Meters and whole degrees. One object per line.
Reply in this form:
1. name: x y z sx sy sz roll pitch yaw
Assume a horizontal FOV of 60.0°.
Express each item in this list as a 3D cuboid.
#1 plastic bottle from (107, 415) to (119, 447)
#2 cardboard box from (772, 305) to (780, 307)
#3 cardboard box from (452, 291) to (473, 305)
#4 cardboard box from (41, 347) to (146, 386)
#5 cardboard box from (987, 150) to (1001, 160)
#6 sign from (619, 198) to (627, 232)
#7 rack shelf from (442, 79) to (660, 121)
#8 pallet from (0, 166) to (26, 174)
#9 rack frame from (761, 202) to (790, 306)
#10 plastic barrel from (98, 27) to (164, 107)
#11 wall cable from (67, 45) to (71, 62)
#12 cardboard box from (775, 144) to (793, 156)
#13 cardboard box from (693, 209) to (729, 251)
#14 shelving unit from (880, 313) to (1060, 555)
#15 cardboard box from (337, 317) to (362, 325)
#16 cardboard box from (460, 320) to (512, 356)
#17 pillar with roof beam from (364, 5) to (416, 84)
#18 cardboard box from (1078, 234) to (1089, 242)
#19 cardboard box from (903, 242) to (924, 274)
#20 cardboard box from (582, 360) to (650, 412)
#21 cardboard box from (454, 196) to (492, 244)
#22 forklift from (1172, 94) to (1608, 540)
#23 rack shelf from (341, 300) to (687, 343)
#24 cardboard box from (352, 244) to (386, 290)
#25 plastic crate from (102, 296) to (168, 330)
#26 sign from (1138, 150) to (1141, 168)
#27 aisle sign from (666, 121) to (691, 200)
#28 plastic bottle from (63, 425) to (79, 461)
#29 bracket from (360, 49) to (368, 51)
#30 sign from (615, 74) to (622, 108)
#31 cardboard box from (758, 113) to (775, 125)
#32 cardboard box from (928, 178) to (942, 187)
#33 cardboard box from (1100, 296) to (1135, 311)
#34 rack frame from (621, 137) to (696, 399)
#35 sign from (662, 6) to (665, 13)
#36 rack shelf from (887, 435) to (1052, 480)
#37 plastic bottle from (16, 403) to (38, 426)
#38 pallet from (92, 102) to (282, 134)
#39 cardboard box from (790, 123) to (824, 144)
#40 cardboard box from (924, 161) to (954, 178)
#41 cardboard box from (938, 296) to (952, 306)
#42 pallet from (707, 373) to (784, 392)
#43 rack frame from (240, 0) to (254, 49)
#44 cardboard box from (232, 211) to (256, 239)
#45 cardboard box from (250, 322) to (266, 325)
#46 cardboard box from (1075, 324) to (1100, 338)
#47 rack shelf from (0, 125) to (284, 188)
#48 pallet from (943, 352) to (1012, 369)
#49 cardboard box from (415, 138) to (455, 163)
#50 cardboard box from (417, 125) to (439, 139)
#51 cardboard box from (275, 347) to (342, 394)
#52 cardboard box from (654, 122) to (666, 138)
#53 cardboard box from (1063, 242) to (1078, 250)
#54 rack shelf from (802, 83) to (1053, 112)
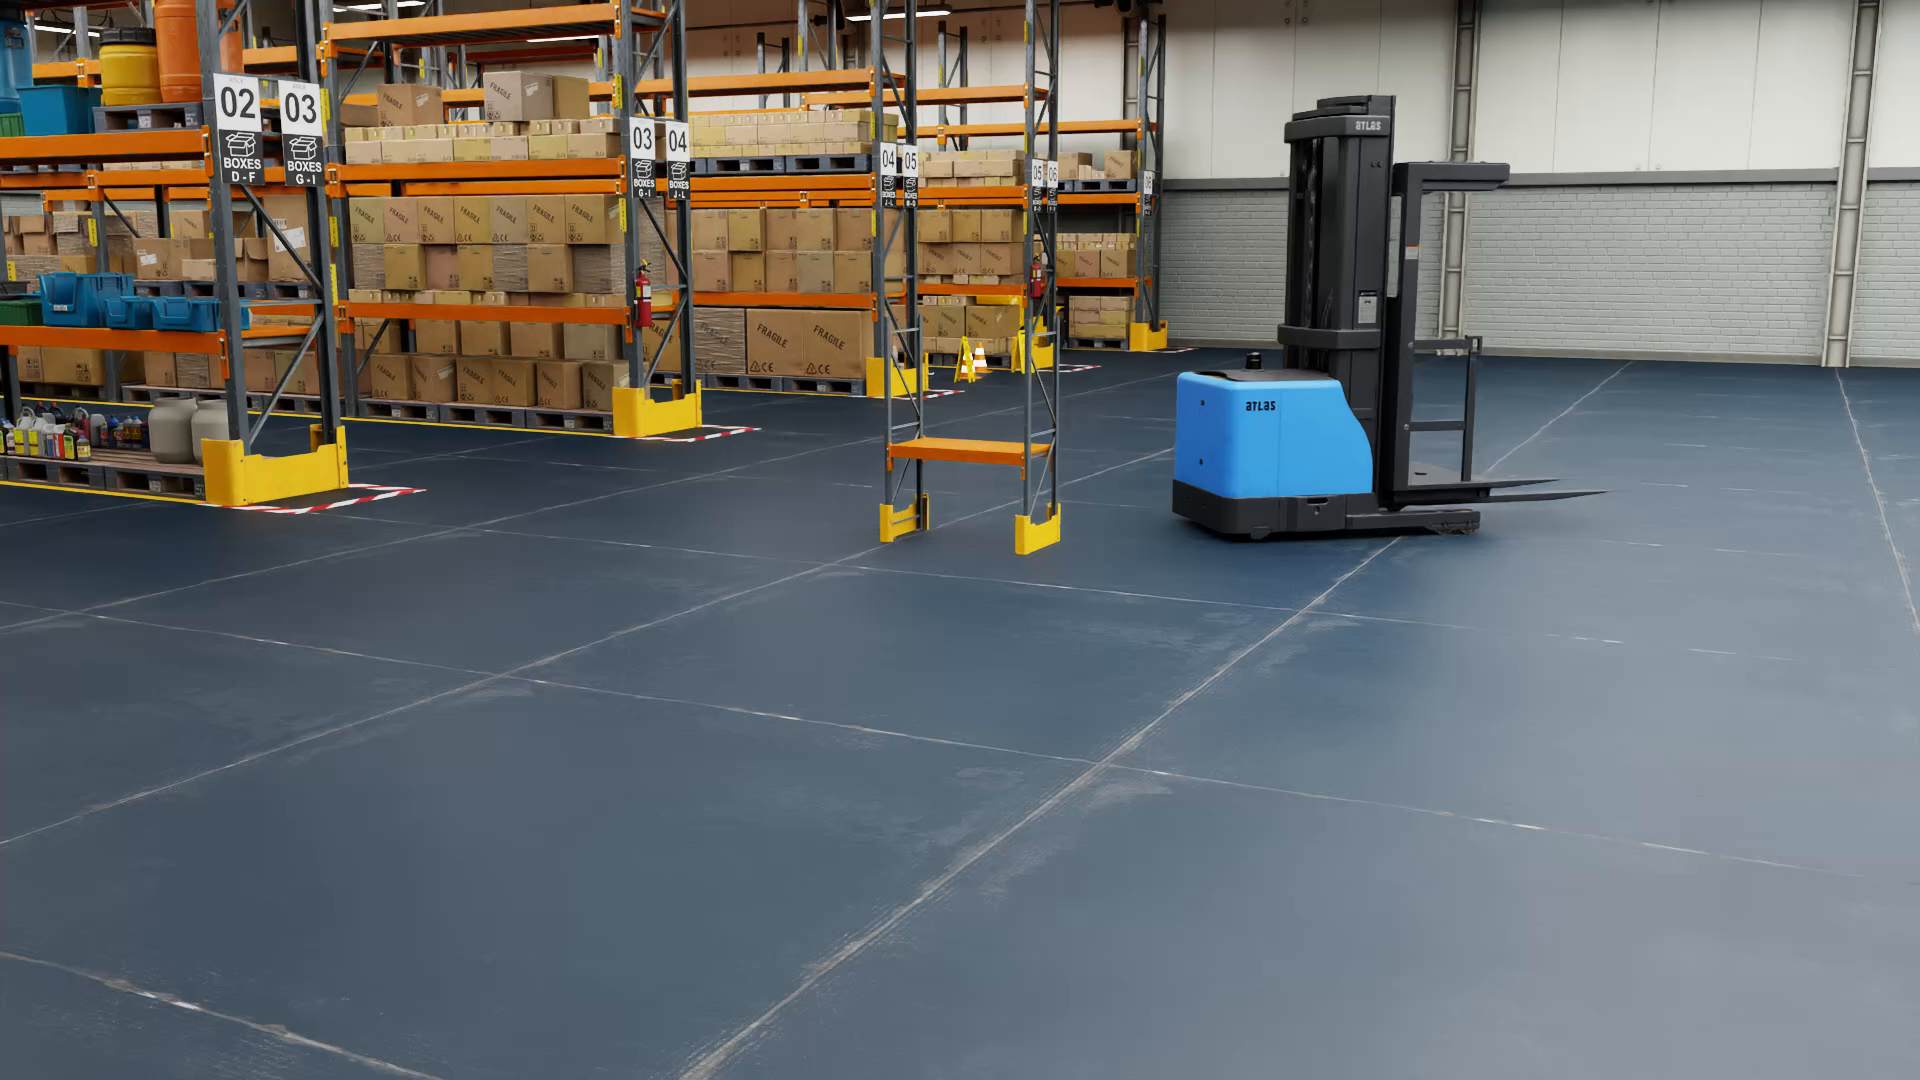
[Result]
1. plastic bottle: -7.382 -0.954 14.502 0.097 0.271 0.097 0 10 0
2. cardboard box: -3.974 -4.688 34.550 0.500 0.500 0.500 6 12 28
3. cardboard box: -5.300 -2.638 18.087 0.250 0.149 0.380 5 11 26
4. cardboard box: -10.908 -2.476 21.278 0.875 0.875 1.225 4 11 23
5. cardboard box: 0.613 -5.961 25.786 0.250 0.149 0.380 5 12 27
6. sign: -3.387 -3.265 16.711 0.005 0.325 0.100 5 11 26
7. rack shelf: -6.219 -6.285 23.835 4.000 0.370 1.077 5 11 26
8. pallet: -11.903 -4.771 21.274 1.213 0.211 1.003 6 12 28
9. rack frame: -3.720 -5.633 33.934 0.127 3.000 1.000 5 11 26
10. plastic barrel: -6.394 -3.681 13.016 0.600 0.588 0.600 0 10 0
11. wall cable: -18.313 -8.826 34.729 0.029 3.000 0.463 5 11 26
12. cardboard box: -2.200 -5.072 21.655 0.250 0.149 0.380 5 11 25
13. cardboard box: -3.142 -4.208 22.605 0.550 0.550 0.875 5 11 26
14. shelving unit: 0.068 -0.732 11.063 1.083 1.500 0.587 5 11 26
15. cardboard box: -9.200 -3.438 25.535 0.500 0.250 0.500 5 11 27
16. cardboard box: -6.721 -3.011 24.581 0.750 0.750 1.050 5 11 27
17. pillar with roof beam: -14.818 -8.885 35.053 0.548 9.000 9.100 5 11 26
18. cardboard box: 2.368 -5.575 30.672 0.250 0.149 0.380 5 11 26
19. cardboard box: -0.688 -4.527 26.707 0.500 0.500 0.500 5 11 26
20. cardboard box: -3.676 -1.656 17.796 0.500 0.500 0.500 8 13 36
21. cardboard box: -5.069 -3.438 17.878 0.500 0.500 0.500 5 11 26
22. forklift: 3.098 -1.564 11.640 3.031 2.935 1.130 -3 11 -14
23. rack shelf: -4.917 -2.431 18.259 4.000 0.370 1.077 5 11 26
24. cardboard box: -6.335 -3.093 18.780 0.500 0.500 0.875 5 11 26
25. plastic crate: -6.476 -1.807 13.208 0.408 0.251 0.499 5 11 26
26. sign: 3.202 -6.790 29.639 0.005 0.325 0.100 5 11 26
27. aisle sign: -2.935 -3.949 17.330 0.004 0.787 0.394 5 11 26
28. plastic bottle: -7.269 -0.797 13.603 0.133 0.283 0.061 5 12 27
29. bracket: -15.948 -11.540 39.615 5.218 0.066 0.076 5 11 26
30. sign: -3.387 -4.452 16.497 0.005 0.325 0.100 5 11 26
31. cardboard box: -2.431 -5.485 21.696 0.250 0.149 0.380 5 11 25
32. cardboard box: -0.318 -5.651 26.315 0.250 0.149 0.380 5 11 24
33. cardboard box: 2.903 -4.335 30.494 0.500 0.250 0.500 5 12 28
34. rack frame: -3.124 -2.627 17.324 0.127 3.000 1.000 5 11 26
35. sign: -4.158 -7.303 23.246 0.005 0.325 0.100 5 11 26
36. rack shelf: 0.076 -0.554 11.092 1.000 0.185 0.538 5 11 26
37. plastic bottle: -8.261 -1.037 14.738 0.185 0.351 0.144 5 11 26
38. pallet: -6.014 -3.300 13.149 1.213 0.211 1.003 5 11 26
39. cardboard box: -1.849 -5.249 21.515 0.500 0.250 0.500 5 11 26
40. cardboard box: -0.235 -5.836 26.215 0.500 0.250 0.500 5 12 27
41. cardboard box: -0.155 -3.812 26.483 0.250 0.149 0.380 5 12 27
42. pallet: -2.680 -2.186 22.717 1.213 0.211 1.003 5 11 26
43. rack frame: -11.600 -7.309 26.347 0.127 3.000 1.000 5 11 26
44. cardboard box: -11.897 -5.119 27.169 0.500 0.500 0.500 5 12 27
45. cardboard box: -11.054 -3.233 26.511 0.500 0.500 0.500 6 12 28
46. cardboard box: 2.451 -3.884 30.809 0.500 0.250 0.500 5 11 26
47. rack shelf: -7.109 -3.116 13.621 4.000 0.370 1.077 5 11 26
48. pallet: 0.480 -2.913 26.735 1.213 0.211 1.003 5 11 26
49. cardboard box: -5.503 -4.187 17.938 0.500 0.250 0.500 5 11 24
50. cardboard box: -5.613 -4.384 17.908 0.250 0.149 0.380 5 11 25
51. cardboard box: -7.671 -2.021 19.759 0.500 0.500 0.700 5 11 25
52. cardboard box: -3.268 -4.284 17.358 0.250 0.149 0.380 5 11 25
53. cardboard box: 2.094 -5.434 30.732 0.250 0.149 0.380 5 11 24
54. rack shelf: -0.532 -6.964 26.470 4.000 0.370 1.077 5 11 26
